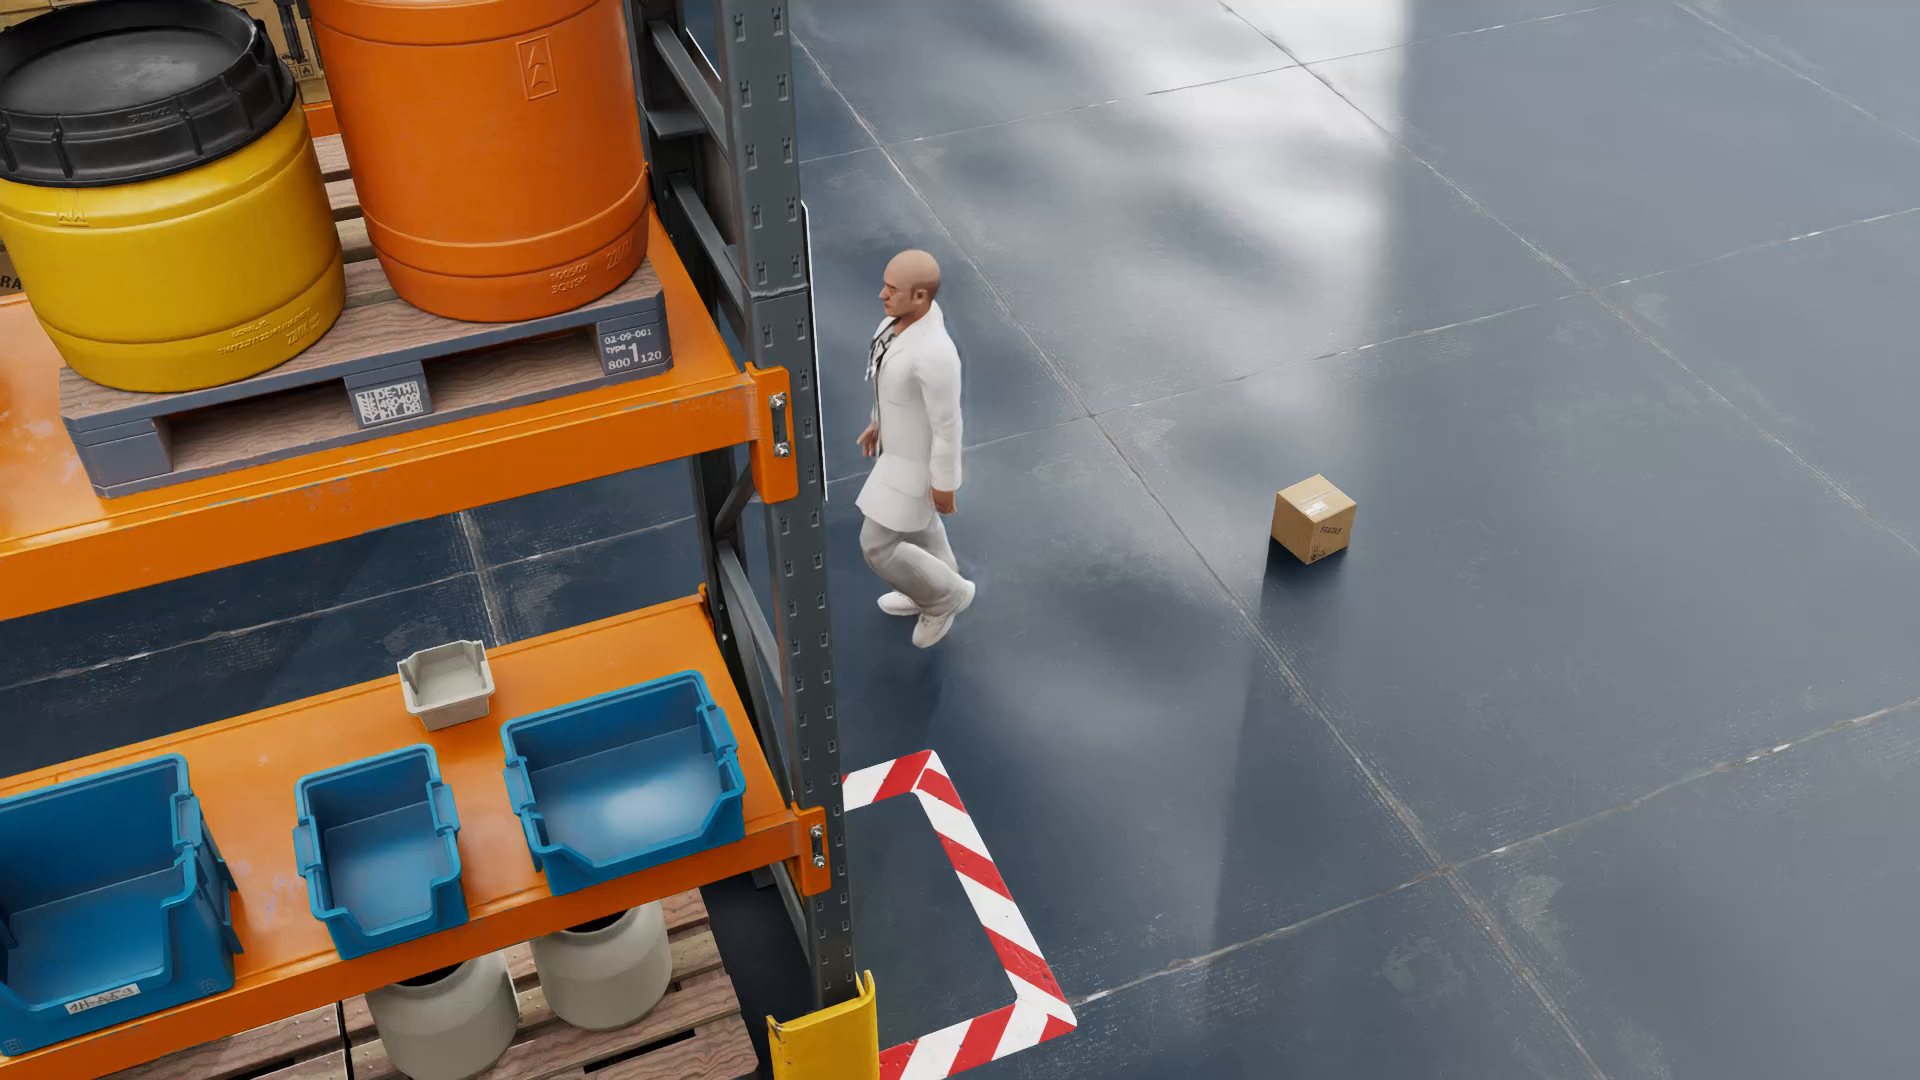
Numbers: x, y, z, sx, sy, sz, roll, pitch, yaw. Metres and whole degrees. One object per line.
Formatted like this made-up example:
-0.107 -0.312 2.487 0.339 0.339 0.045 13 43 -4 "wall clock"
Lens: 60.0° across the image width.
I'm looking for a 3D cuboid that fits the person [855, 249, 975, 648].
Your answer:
-0.193 -0.328 6.524 0.480 1.805 0.587 -7 42 -8 "person"
